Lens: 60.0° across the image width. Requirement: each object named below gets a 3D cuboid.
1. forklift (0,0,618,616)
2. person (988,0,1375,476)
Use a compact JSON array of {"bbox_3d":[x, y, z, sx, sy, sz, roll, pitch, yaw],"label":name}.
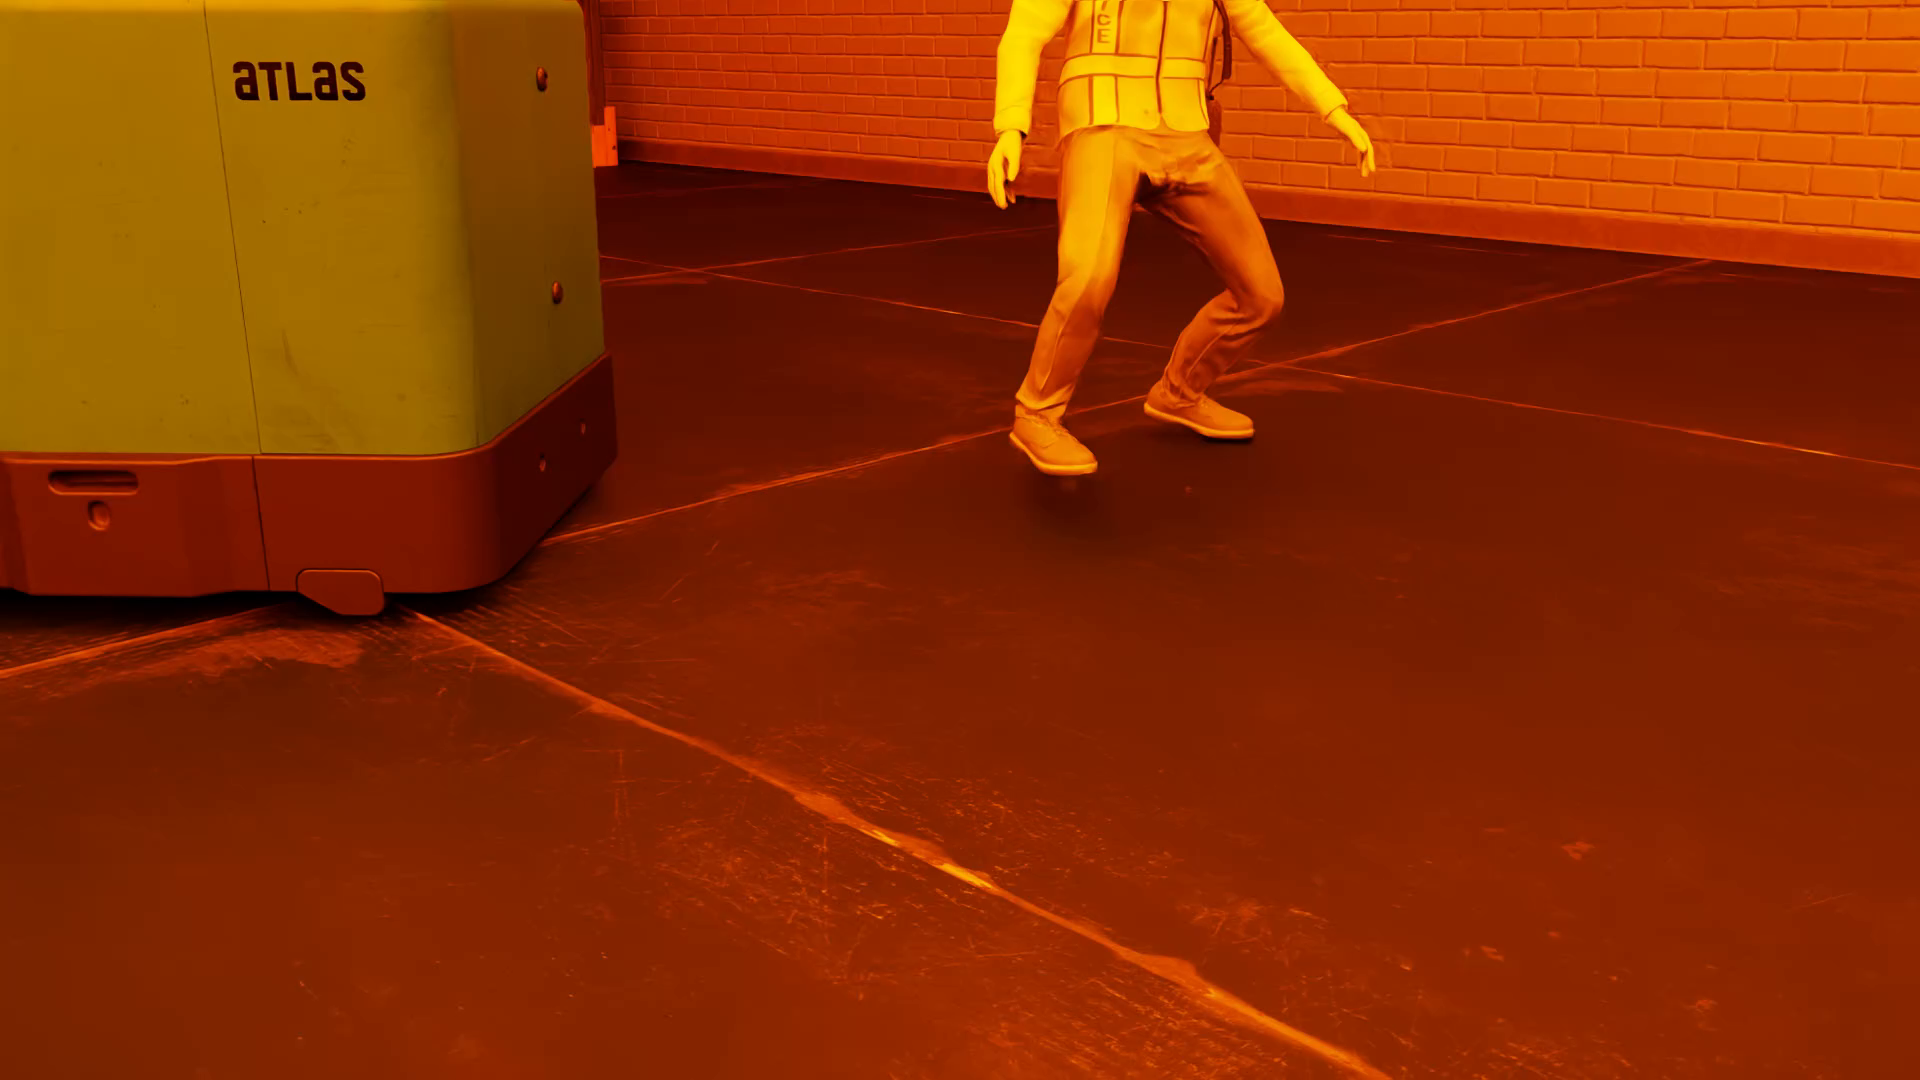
[{"bbox_3d":[-2.303,-1.409,2.991,3.031,2.935,1.130,1,17,2],"label":"forklift"},{"bbox_3d":[0.446,-0.907,3.728,0.880,1.511,0.645,-7,18,-22],"label":"person"}]
